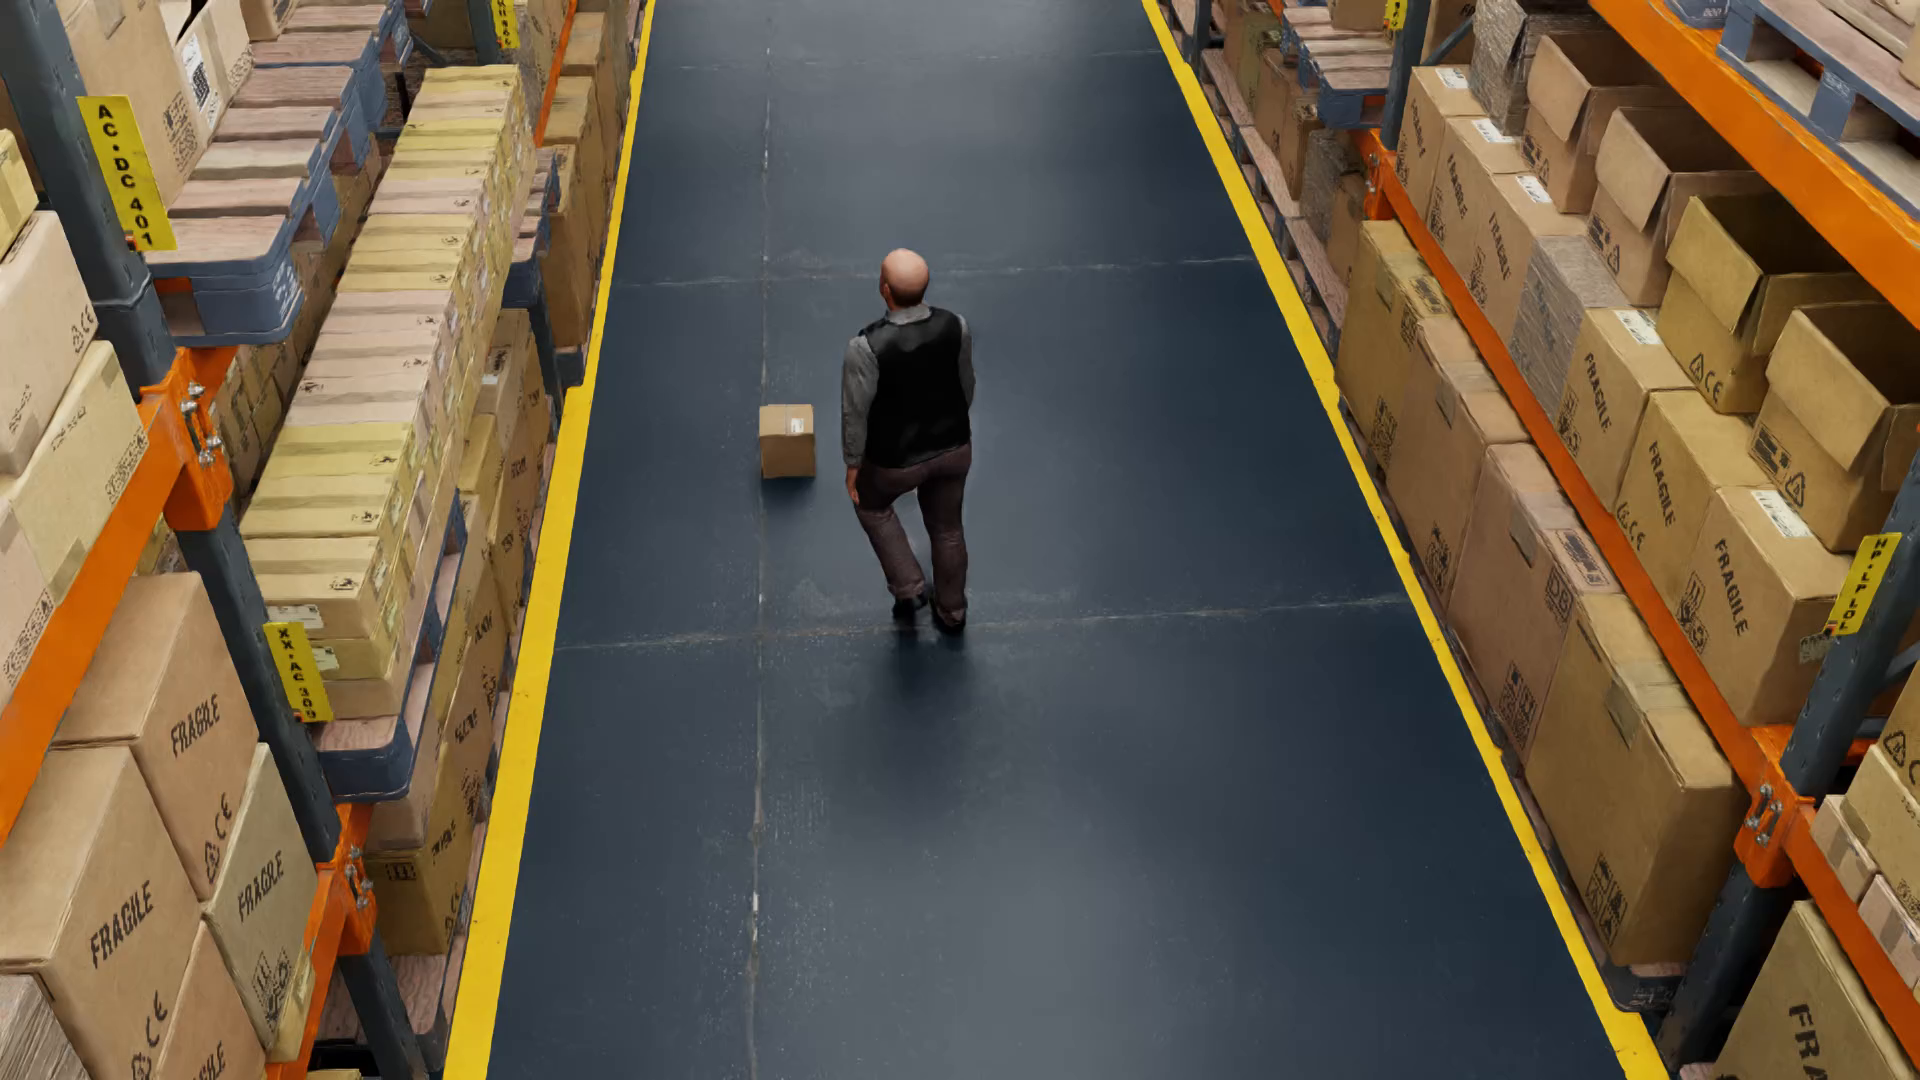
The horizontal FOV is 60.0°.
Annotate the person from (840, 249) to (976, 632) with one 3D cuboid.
[{"bbox_3d":[-0.202,-0.317,6.640,0.586,1.649,0.487,-16,42,-19],"label":"person"}]
